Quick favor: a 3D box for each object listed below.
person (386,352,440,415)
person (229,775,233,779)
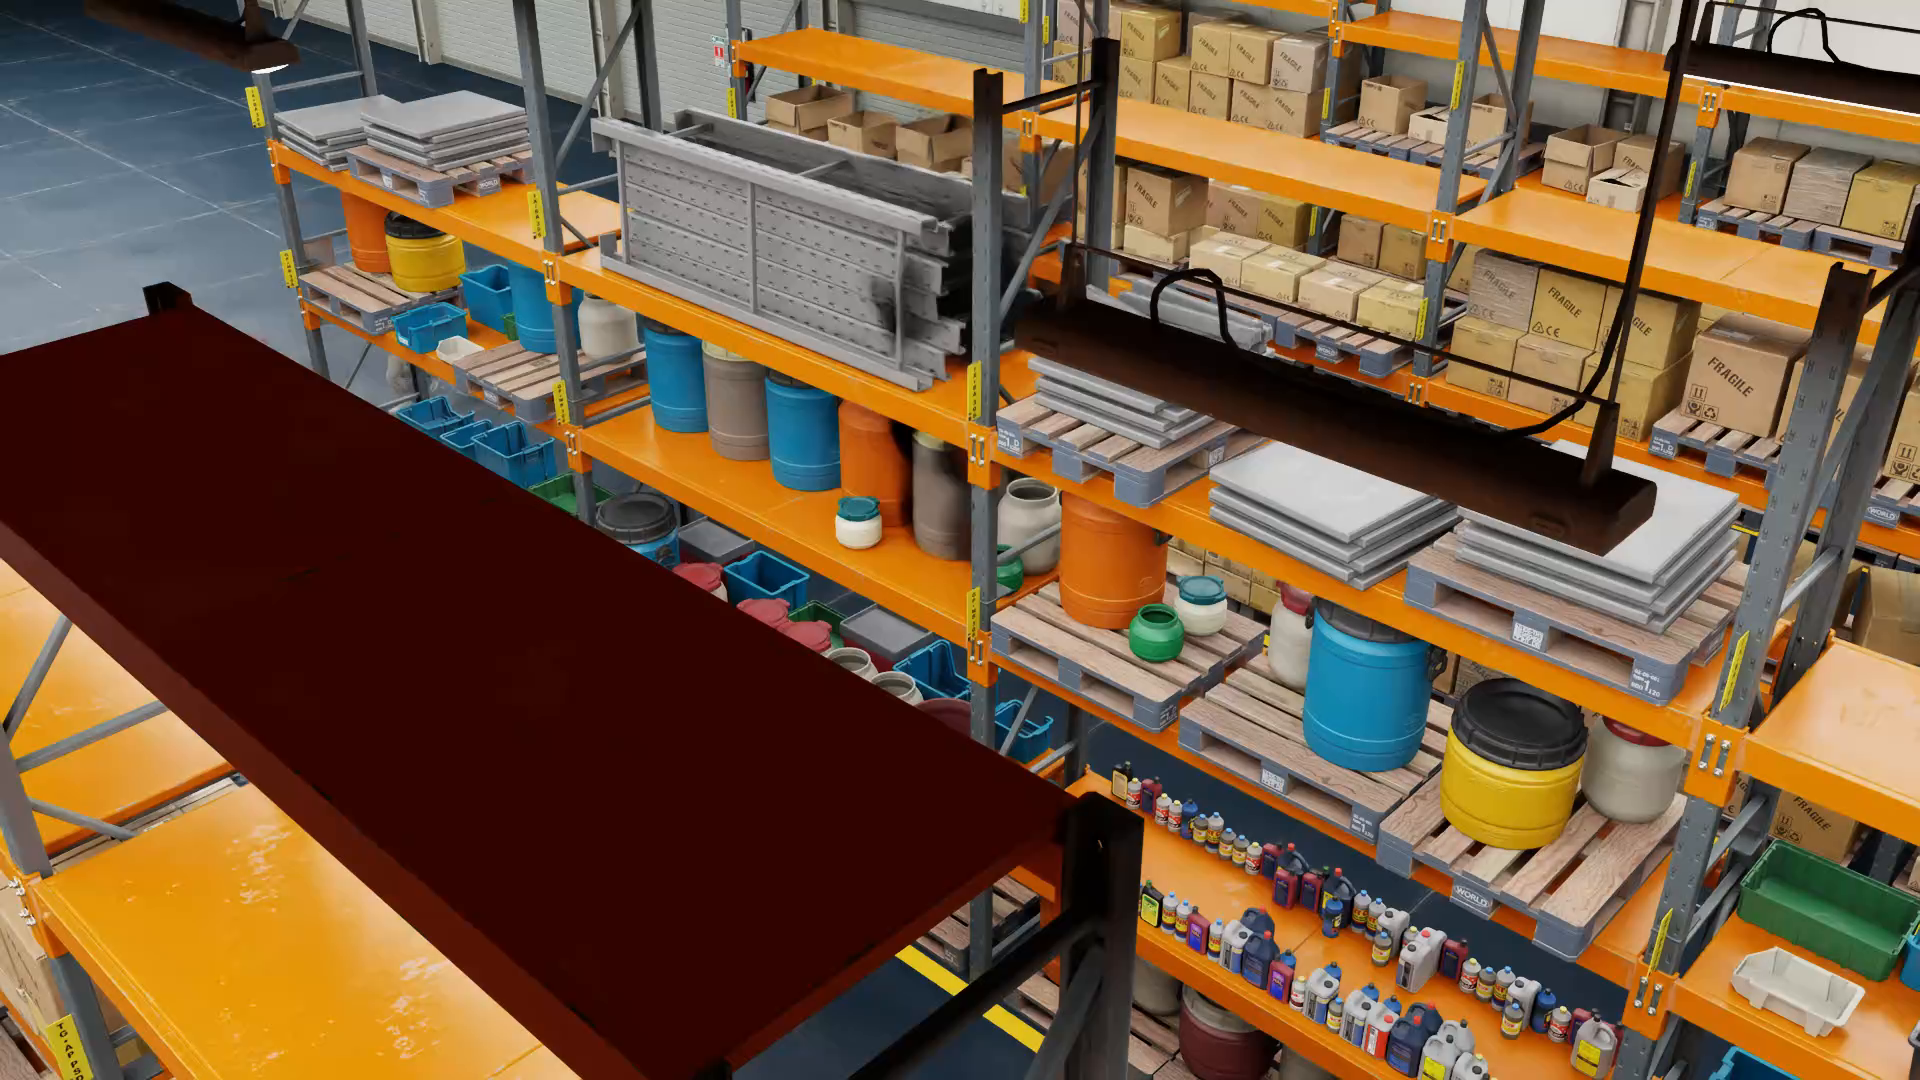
[{"bbox_3d":[-6.147,-2.202,18.491,0.676,1.672,0.625,-13,32,-22],"label":"person"},{"bbox_3d":[-5.938,1.171,12.376,0.971,1.739,0.676,17,33,27],"label":"person"}]
